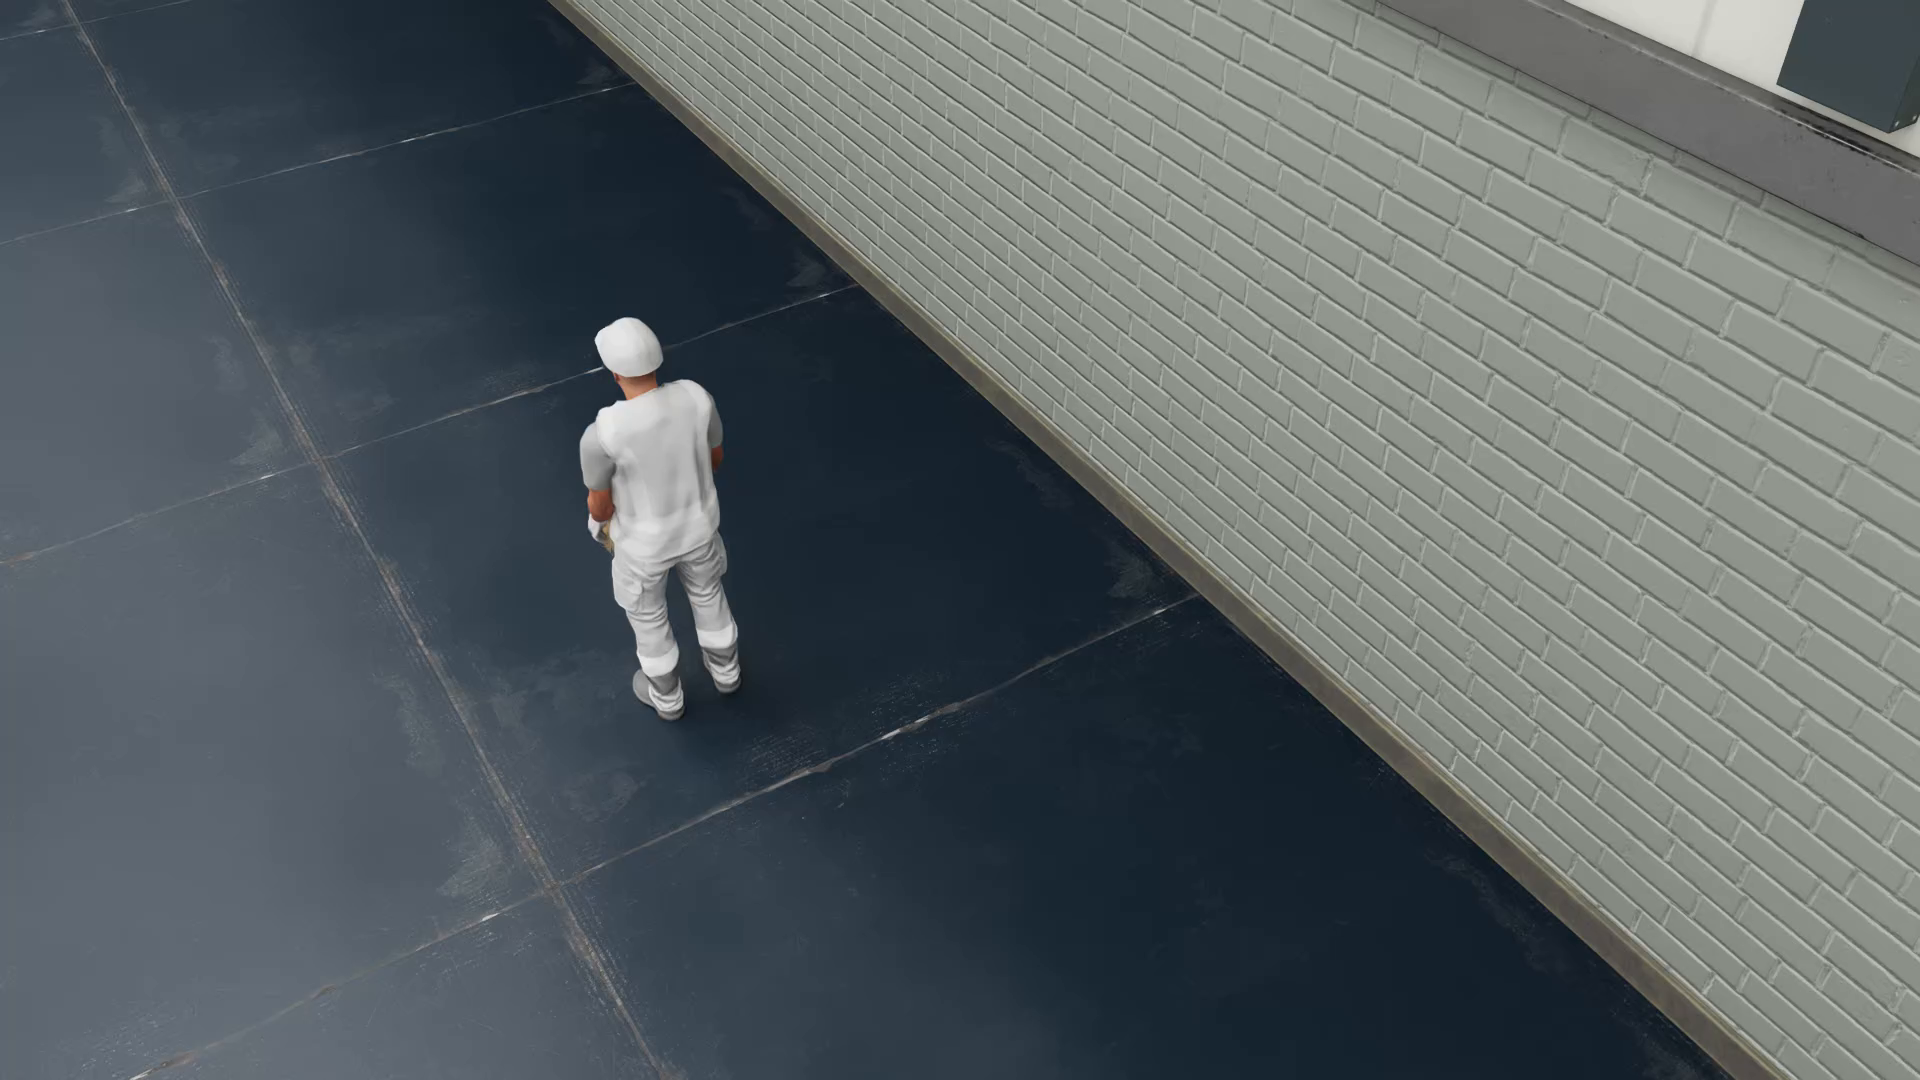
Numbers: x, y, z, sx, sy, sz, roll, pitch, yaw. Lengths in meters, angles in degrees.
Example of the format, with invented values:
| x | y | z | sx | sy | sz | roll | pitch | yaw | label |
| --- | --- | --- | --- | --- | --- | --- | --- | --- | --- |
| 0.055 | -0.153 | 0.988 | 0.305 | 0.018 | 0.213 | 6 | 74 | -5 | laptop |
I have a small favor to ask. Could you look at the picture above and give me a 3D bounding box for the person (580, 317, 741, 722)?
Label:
| x | y | z | sx | sy | sz | roll | pitch | yaw | label |
| --- | --- | --- | --- | --- | --- | --- | --- | --- | --- |
| -1.119 | -0.058 | 6.206 | 0.539 | 1.789 | 0.437 | -23 | 46 | -25 | person |
